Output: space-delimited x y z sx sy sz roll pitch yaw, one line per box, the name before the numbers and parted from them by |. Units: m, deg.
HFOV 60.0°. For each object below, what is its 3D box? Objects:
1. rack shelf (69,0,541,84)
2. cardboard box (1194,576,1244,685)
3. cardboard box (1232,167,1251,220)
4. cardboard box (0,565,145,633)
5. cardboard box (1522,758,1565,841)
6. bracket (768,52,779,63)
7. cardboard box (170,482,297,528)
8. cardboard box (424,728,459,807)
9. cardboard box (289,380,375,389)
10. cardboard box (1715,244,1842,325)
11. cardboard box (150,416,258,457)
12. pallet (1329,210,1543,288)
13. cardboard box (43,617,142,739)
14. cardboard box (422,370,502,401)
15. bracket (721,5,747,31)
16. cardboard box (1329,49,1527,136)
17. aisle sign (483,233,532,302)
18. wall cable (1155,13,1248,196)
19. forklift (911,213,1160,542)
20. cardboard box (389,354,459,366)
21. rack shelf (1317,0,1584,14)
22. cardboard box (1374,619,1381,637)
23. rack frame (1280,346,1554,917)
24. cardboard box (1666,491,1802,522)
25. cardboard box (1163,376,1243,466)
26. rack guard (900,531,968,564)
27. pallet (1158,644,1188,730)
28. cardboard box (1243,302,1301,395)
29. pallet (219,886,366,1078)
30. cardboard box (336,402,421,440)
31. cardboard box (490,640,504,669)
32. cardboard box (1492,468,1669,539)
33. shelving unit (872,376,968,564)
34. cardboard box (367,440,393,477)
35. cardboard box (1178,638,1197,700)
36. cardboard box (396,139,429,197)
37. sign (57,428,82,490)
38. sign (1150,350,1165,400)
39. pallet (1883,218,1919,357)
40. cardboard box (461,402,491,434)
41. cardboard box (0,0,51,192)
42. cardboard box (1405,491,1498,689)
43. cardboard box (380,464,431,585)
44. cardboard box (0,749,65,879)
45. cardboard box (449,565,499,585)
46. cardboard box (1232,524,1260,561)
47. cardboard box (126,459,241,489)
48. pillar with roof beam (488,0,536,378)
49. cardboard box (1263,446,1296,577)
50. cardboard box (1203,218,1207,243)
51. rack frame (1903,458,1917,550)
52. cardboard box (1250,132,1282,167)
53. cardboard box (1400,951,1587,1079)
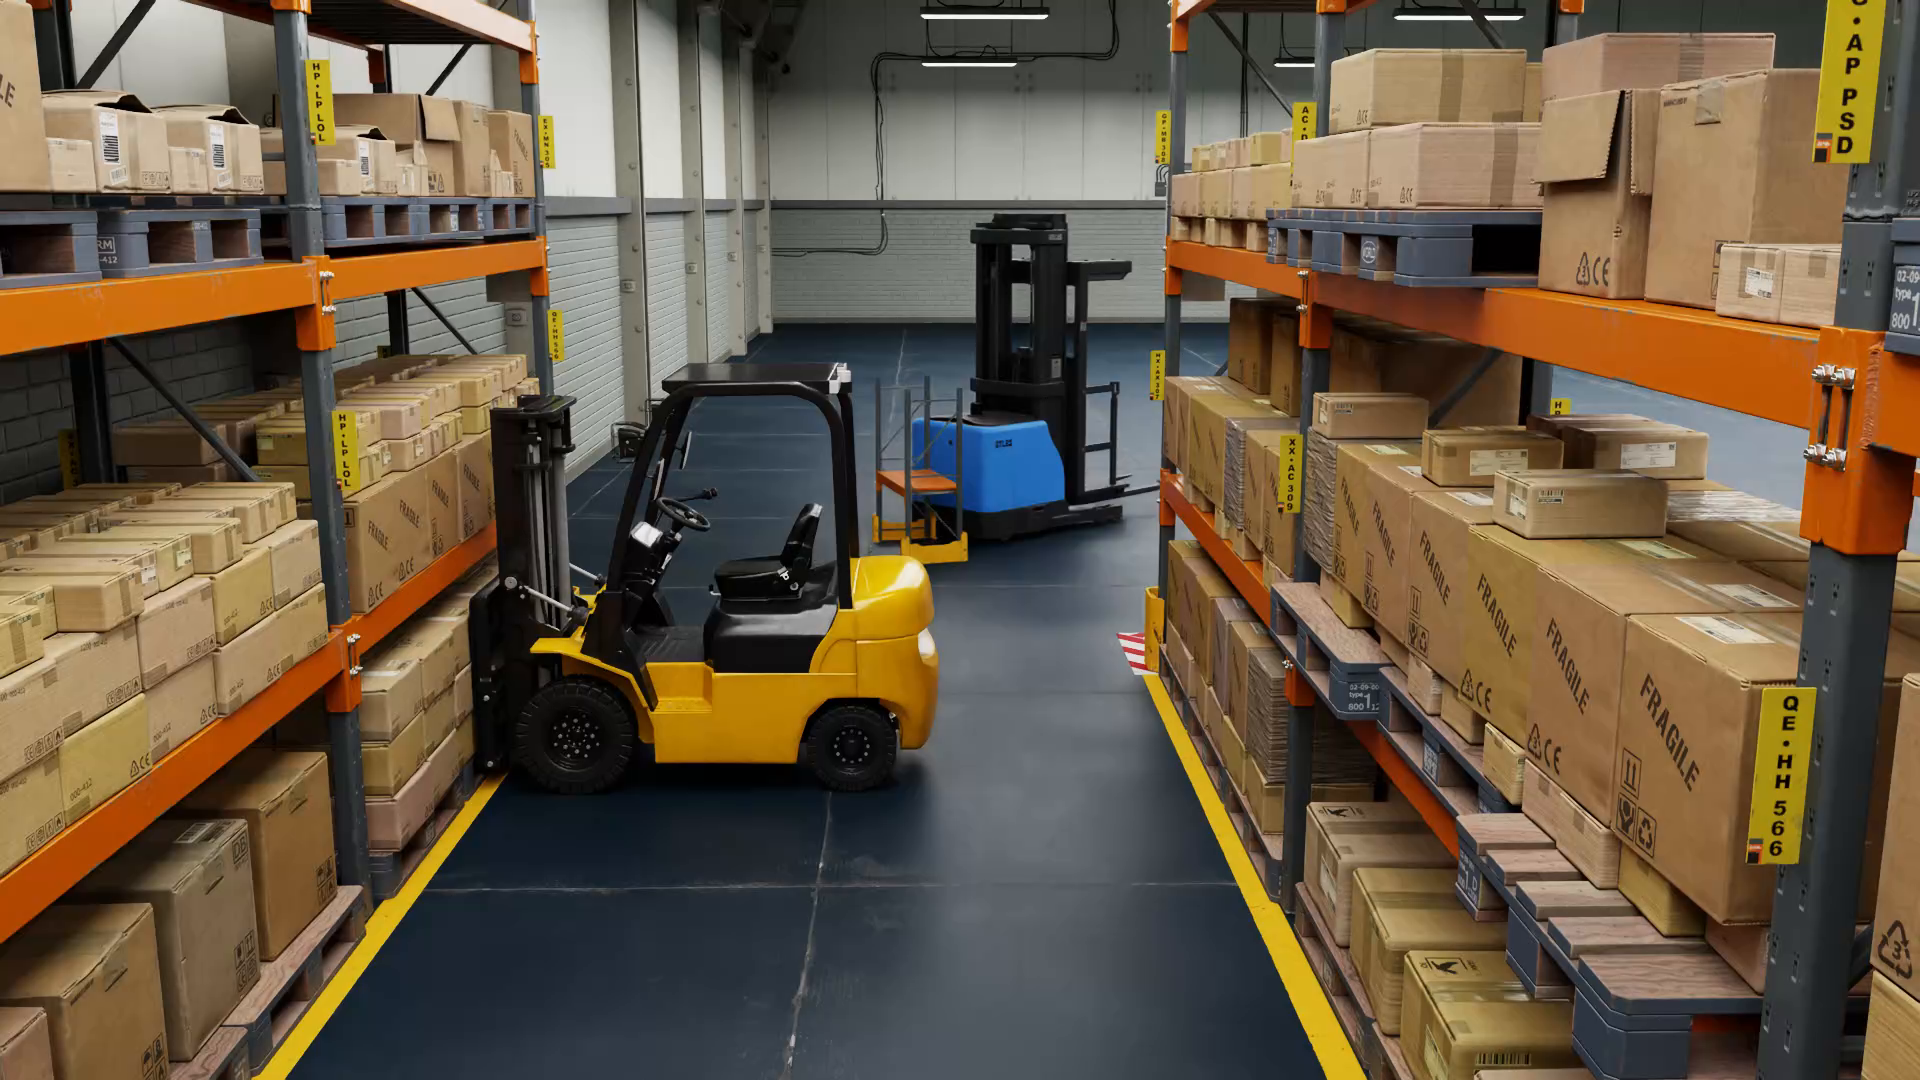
rack shelf | -3.093 -2.621 8.350 1.077 0.370 4.000 0 11 -1
cardboard box | 1.587 0.496 9.233 0.500 0.500 0.500 0 11 0
cardboard box | 1.625 -1.684 8.089 0.500 0.250 0.500 0 11 -2
cardboard box | -2.683 0.175 4.961 0.380 0.149 0.250 -1 11 -3
cardboard box | 1.627 0.643 4.114 0.380 0.149 0.250 -1 11 -4
bracket | -4.277 -11.071 38.135 0.235 0.232 0.430 0 11 -1
cardboard box | -2.822 -0.132 6.471 0.380 0.149 0.250 0 11 1
cardboard box | -2.756 1.112 8.085 0.500 0.250 0.500 0 11 -2
cardboard box | -3.337 -0.764 8.841 0.380 0.149 0.250 0 11 -1
cardboard box | 1.764 -0.516 3.335 0.380 0.149 0.250 0 11 -1
cardboard box | -3.324 -0.457 7.325 0.380 0.149 0.250 -1 11 -3
pallet | 1.842 -0.901 5.077 1.213 0.211 1.003 0 11 -1
cardboard box | -2.771 0.398 4.865 0.500 0.250 0.500 0 11 0
cardboard box | -2.800 -0.867 9.349 0.380 0.149 0.250 0 11 0
bracket | -4.100 -9.366 29.732 0.076 0.066 4.783 0 11 -1
cardboard box | 1.543 -1.483 5.536 0.500 0.250 0.500 0 11 -2
aisle sign | -2.842 -1.915 10.607 0.394 0.787 0.004 0 11 -1
wall cable | 6.112 -11.682 41.645 2.305 6.003 0.169 0 11 -1
forklift | 0.939 -1.649 16.008 1.130 2.935 3.031 11 16 44
cardboard box | -3.341 -1.072 10.357 0.380 0.149 0.250 0 11 -2
rack shelf | 1.952 -1.847 4.535 1.077 0.370 4.000 0 11 -1
cardboard box | 1.685 0.281 5.894 0.380 0.149 0.250 1 11 2
rack frame | 1.911 0.147 6.980 1.000 3.000 0.127 0 11 -1
cardboard box | 2.178 0.143 4.946 0.500 0.500 0.500 -1 11 -3
cardboard box | 1.561 -0.747 10.390 0.500 0.500 0.500 0 11 -2
rack guard | -0.223 0.072 14.268 0.587 0.250 0.087 -3 12 -16
pallet | 1.811 0.895 10.305 1.003 0.211 1.213 0 11 -1
cardboard box | 2.060 -1.131 9.768 0.700 0.500 0.500 0 11 -1
pallet | -2.997 1.681 6.432 1.003 0.211 1.213 0 11 -1
cardboard box | -2.774 -0.563 7.848 0.380 0.149 0.250 0 11 0
cardboard box | -2.773 0.667 9.019 0.500 0.250 0.500 0 11 -1
cardboard box | 1.678 -0.100 4.512 0.380 0.149 0.250 -1 11 -4
shelving unit | -0.367 -0.636 14.611 0.587 1.500 1.083 -3 12 -16
cardboard box | -2.835 -0.366 7.627 0.380 0.149 0.250 0 11 -1
cardboard box | 1.572 0.757 9.834 0.500 0.250 0.500 0 11 1
cardboard box | -2.778 -1.787 7.999 0.396 0.266 0.258 -1 11 -2
sign | -3.606 -0.292 6.769 0.100 0.325 0.005 0 11 -1
sign | 1.286 -1.070 10.802 0.100 0.325 0.005 0 11 -1
pallet | 2.060 -0.307 2.151 1.213 0.211 1.003 0 11 1
cardboard box | -2.796 -0.671 9.130 0.380 0.149 0.250 0 11 -1
cardboard box | -2.761 -1.158 4.308 0.500 0.500 0.500 0 11 0
cardboard box | 1.663 0.141 4.955 0.500 0.500 0.500 -1 11 -3
cardboard box | -2.827 -0.073 7.816 0.500 0.500 0.500 0 11 0
cardboard box | -2.757 0.745 4.408 0.500 0.250 0.500 -1 11 -3
cardboard box | -2.776 0.317 9.488 0.500 0.250 0.500 0 11 0
cardboard box | 1.575 0.006 8.309 0.380 0.149 0.250 0 11 -2
cardboard box | -3.315 -0.261 7.111 0.380 0.149 0.250 0 11 -1
pillar with roof beam | 0.159 -4.635 15.464 9.100 9.000 0.400 0 11 -1
cardboard box | 1.653 -0.135 7.371 0.500 0.500 0.500 -1 11 -3
cardboard box | 1.606 -1.774 9.536 0.380 0.149 0.250 0 11 -2
rack frame | 6.775 -0.688 11.098 1.000 3.000 0.127 0 11 -1
cardboard box | 1.552 -1.807 7.695 0.380 0.149 0.250 0 11 1
cardboard box | 1.959 1.615 5.300 0.950 0.372 0.625 0 11 1
